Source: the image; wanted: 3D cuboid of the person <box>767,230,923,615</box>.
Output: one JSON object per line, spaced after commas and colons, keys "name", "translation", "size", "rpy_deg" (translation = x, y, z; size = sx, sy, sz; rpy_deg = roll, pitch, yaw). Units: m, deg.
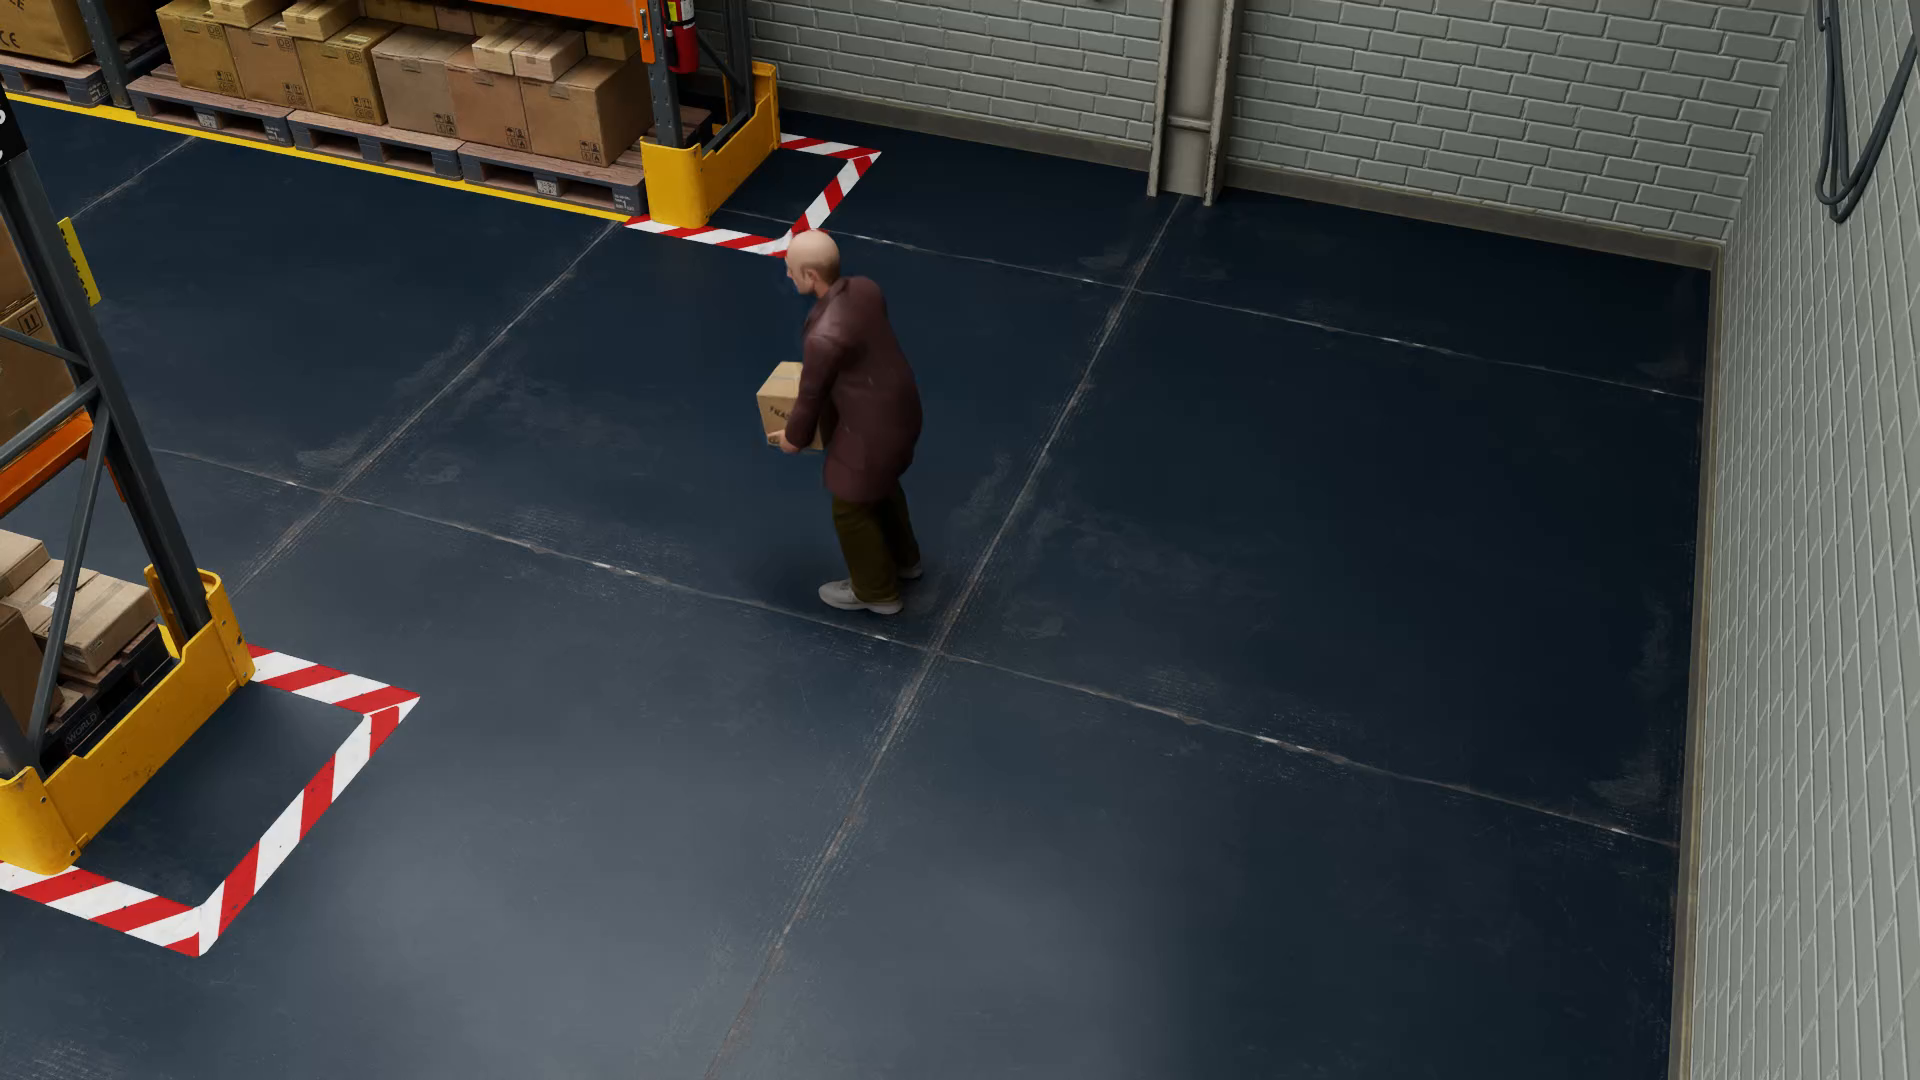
{"name": "person", "translation": [-0.458, -0.479, 6.753], "size": [0.600, 1.744, 0.534], "rpy_deg": [13, 43, 14]}
